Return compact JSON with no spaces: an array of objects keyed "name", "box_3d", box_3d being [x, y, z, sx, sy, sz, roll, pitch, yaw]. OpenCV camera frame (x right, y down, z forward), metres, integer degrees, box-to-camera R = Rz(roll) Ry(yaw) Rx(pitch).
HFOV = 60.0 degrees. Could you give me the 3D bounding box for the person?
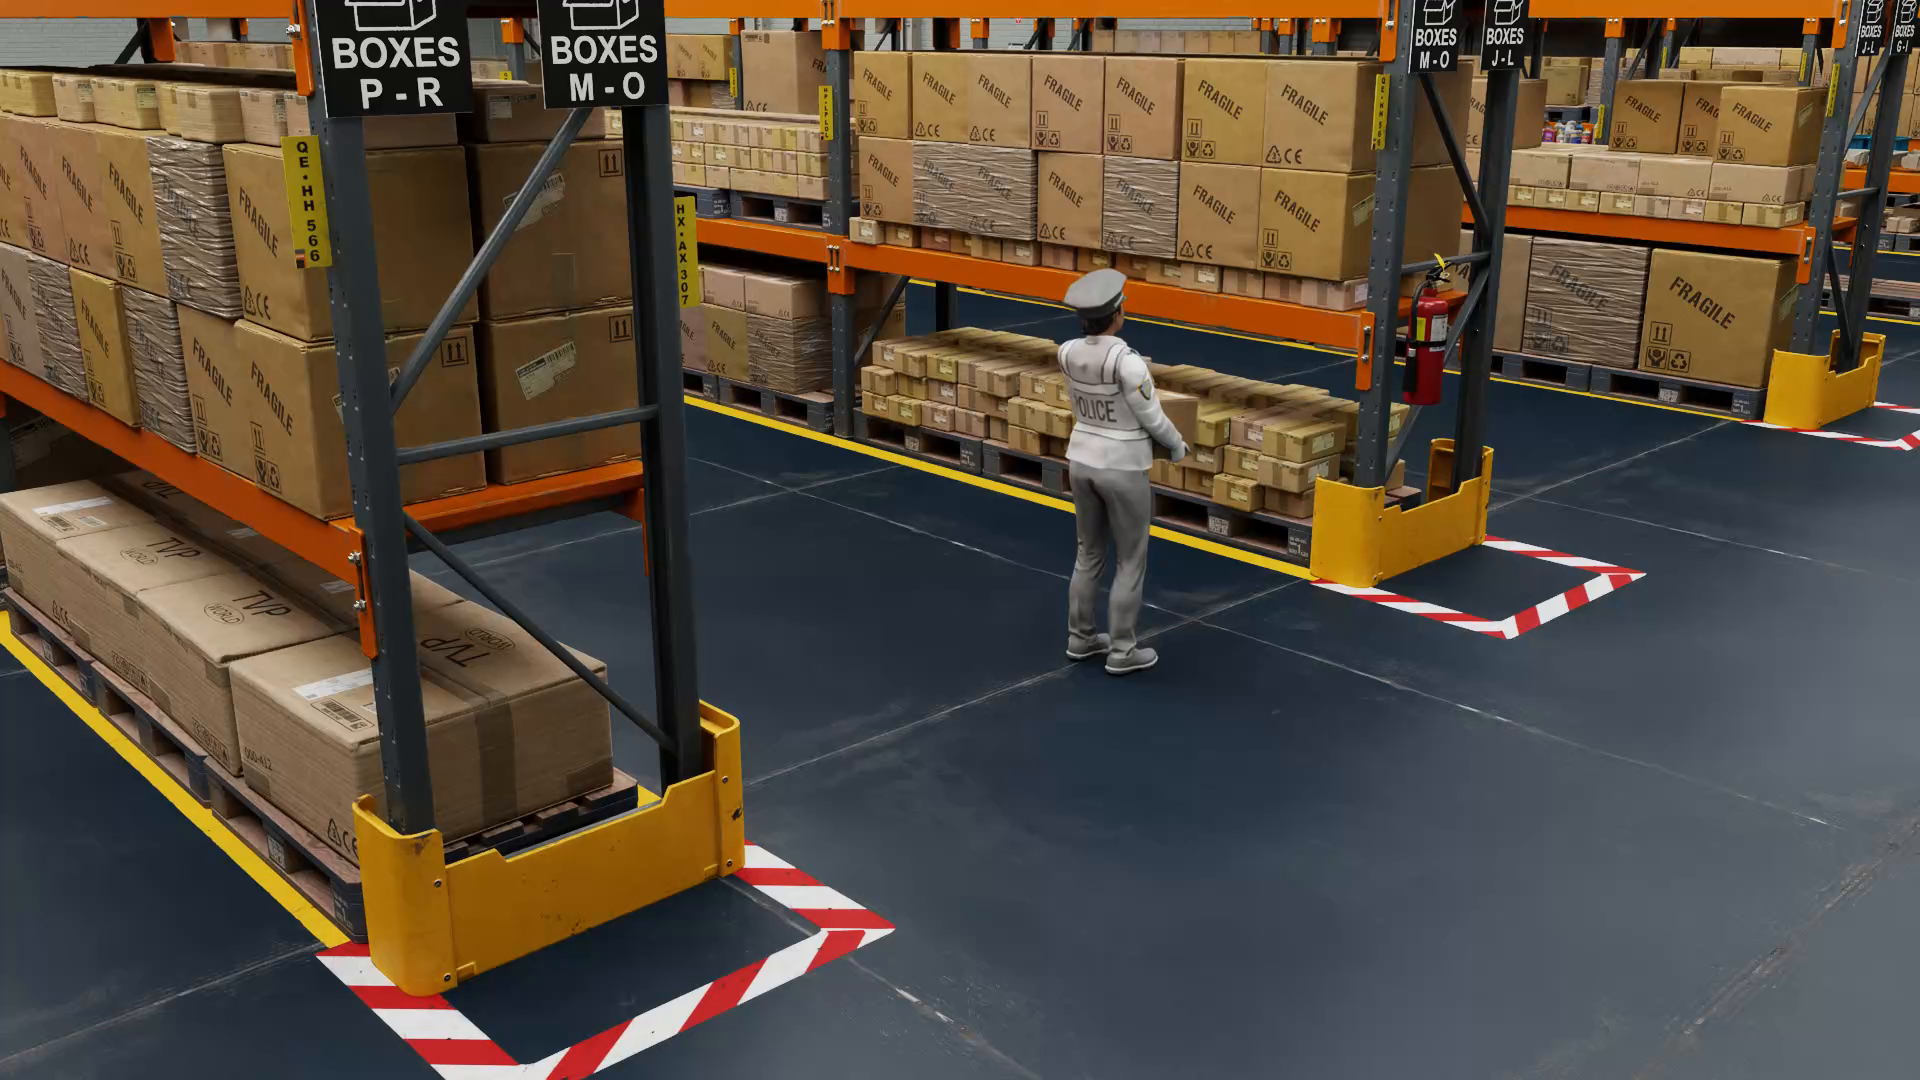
[{"name":"person","box_3d":[0.669,-0.296,6.947,0.556,1.686,0.460,-16,23,-41]}]
